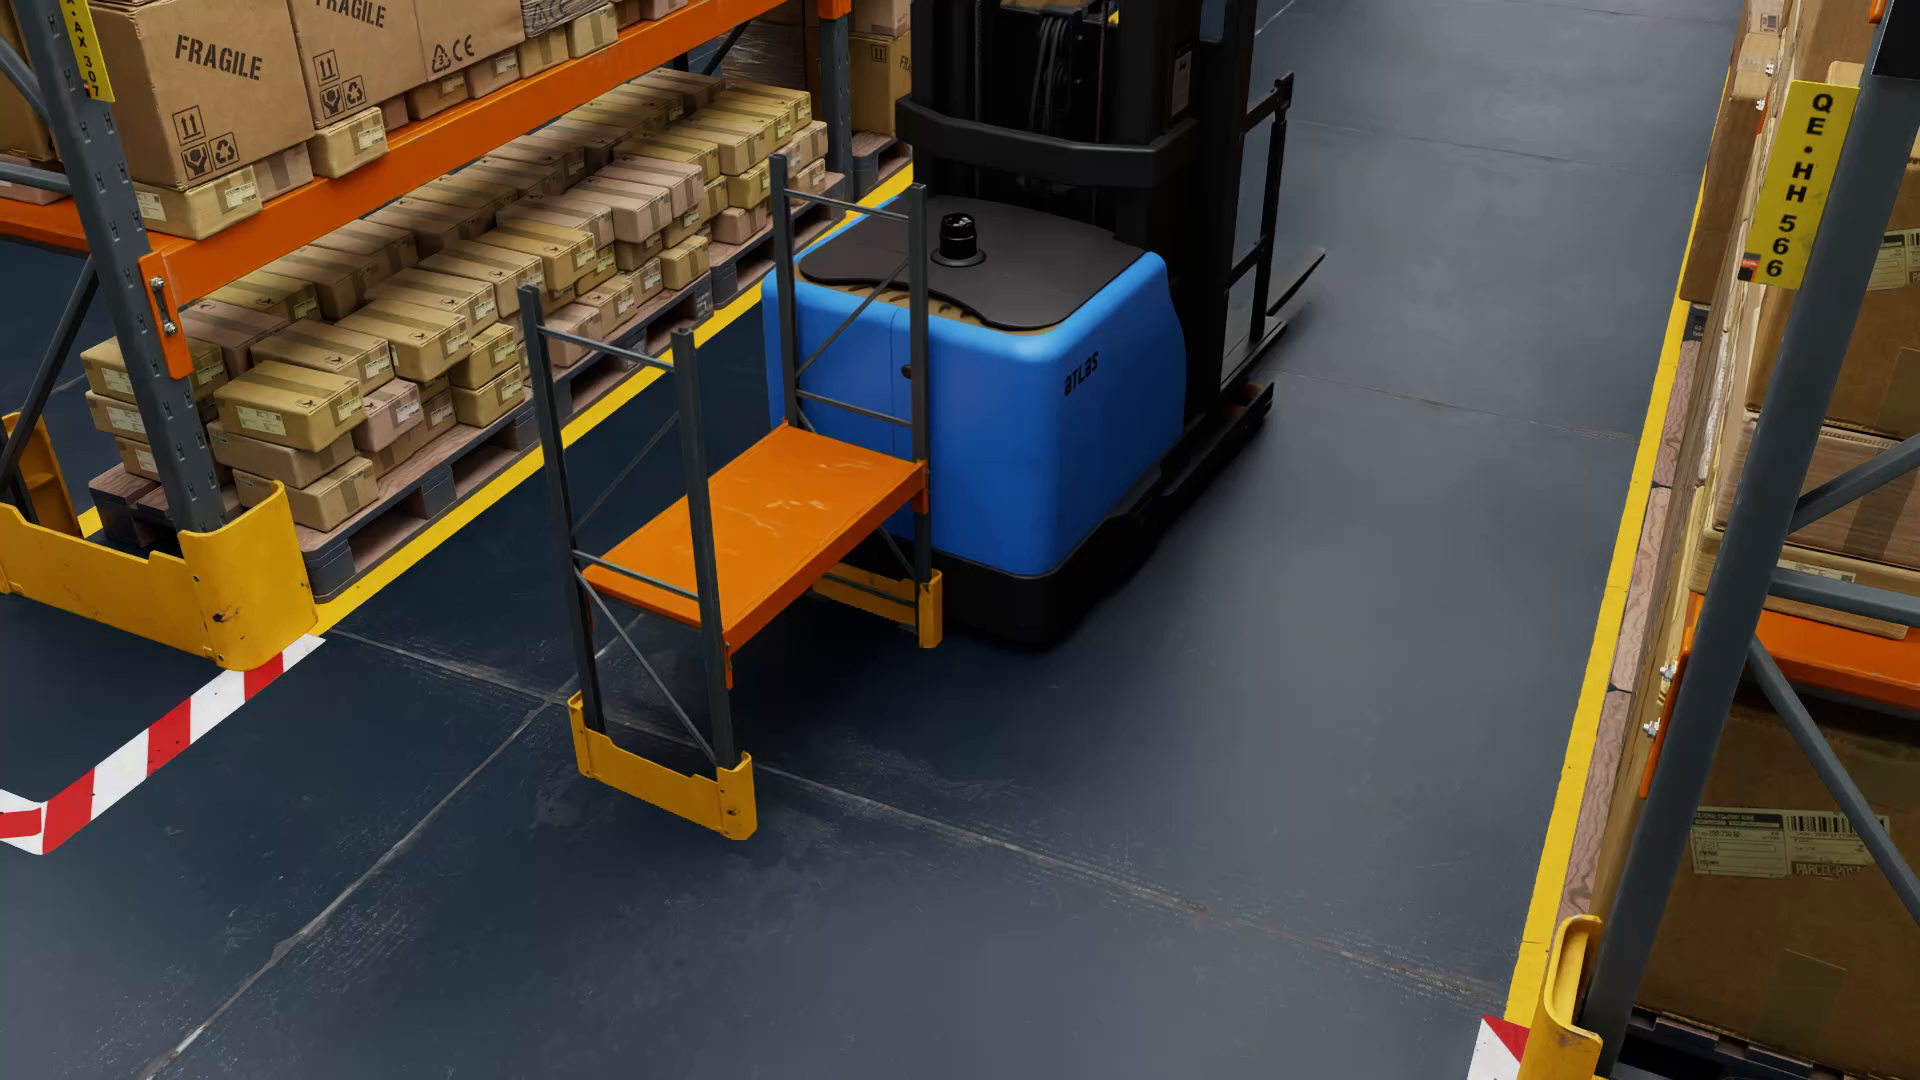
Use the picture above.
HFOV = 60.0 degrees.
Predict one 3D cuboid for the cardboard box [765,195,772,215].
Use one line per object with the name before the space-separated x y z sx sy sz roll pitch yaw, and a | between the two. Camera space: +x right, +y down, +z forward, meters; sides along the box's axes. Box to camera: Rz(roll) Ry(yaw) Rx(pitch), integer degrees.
cardboard box | -1.045 -1.610 7.686 0.380 0.149 0.250 15 36 22

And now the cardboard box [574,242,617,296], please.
cardboard box | -1.610 -1.127 6.679 0.380 0.149 0.250 16 36 23

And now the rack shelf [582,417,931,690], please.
rack shelf | -0.567 0.004 4.704 0.538 0.185 1.000 18 37 25

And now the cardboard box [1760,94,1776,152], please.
cardboard box | 2.703 -1.252 5.153 0.380 0.149 0.250 13 35 19

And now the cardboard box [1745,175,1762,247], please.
cardboard box | 2.380 -0.869 4.569 0.380 0.149 0.250 13 35 19

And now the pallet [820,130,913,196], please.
pallet | -0.681 -2.232 8.961 1.003 0.211 1.213 14 36 20

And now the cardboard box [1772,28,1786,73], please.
cardboard box | 3.031 -1.646 5.753 0.380 0.149 0.250 14 36 21

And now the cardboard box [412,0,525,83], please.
cardboard box | -1.823 -1.858 5.485 0.500 0.500 0.500 15 36 21

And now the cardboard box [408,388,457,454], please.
cardboard box | -2.036 -0.463 5.937 0.380 0.149 0.250 15 36 21

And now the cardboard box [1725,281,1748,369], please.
cardboard box | 2.059 -0.486 3.985 0.380 0.149 0.250 13 36 19

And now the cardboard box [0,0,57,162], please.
cardboard box | -2.725 -1.467 4.889 0.500 0.500 0.500 15 36 21

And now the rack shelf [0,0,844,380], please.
rack shelf | -1.842 -1.713 6.283 1.077 0.370 4.000 14 36 20

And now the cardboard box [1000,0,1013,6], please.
cardboard box | -0.029 -2.975 9.448 0.500 0.500 0.500 15 36 21

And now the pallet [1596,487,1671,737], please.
pallet | 2.559 0.315 5.077 1.003 0.211 1.213 14 36 20

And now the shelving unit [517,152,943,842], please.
shelving unit | -0.572 -0.142 4.599 0.587 1.500 1.083 18 37 25

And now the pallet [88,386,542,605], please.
pallet | -2.275 -0.286 5.993 1.003 0.211 1.213 14 36 20

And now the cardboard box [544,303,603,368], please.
cardboard box | -1.626 -0.818 6.479 0.380 0.149 0.250 12 35 18

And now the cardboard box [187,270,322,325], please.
cardboard box | -2.538 -0.842 5.973 0.380 0.149 0.250 13 36 19

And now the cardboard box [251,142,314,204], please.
cardboard box | -2.177 -1.135 4.974 0.380 0.149 0.250 15 36 22

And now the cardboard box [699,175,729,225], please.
cardboard box | -1.241 -1.510 7.263 0.380 0.149 0.250 15 36 21

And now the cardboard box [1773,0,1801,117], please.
cardboard box | 2.810 -1.463 5.111 0.500 0.250 0.500 14 36 20

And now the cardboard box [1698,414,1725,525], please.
cardboard box | 1.741 -0.107 3.407 0.380 0.149 0.250 15 36 21

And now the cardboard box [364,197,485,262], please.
cardboard box | -2.099 -1.209 6.532 0.380 0.149 0.250 13 35 19

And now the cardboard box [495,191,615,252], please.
cardboard box | -1.600 -1.240 6.580 0.380 0.149 0.250 14 36 21

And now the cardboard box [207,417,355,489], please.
cardboard box | -2.227 -0.327 5.460 0.380 0.149 0.250 16 36 22

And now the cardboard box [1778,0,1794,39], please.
cardboard box | 3.405 -2.159 6.216 0.500 0.500 0.500 14 36 21

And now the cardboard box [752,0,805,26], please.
cardboard box | -0.924 -2.883 8.623 0.500 0.250 0.500 13 36 19

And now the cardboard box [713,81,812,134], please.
cardboard box | -0.918 -2.005 7.747 0.380 0.149 0.250 15 36 22

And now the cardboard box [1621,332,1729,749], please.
cardboard box | 2.359 0.093 4.427 0.875 0.875 0.875 14 36 20

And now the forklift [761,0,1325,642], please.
forklift | 0.553 -1.690 5.655 1.130 2.935 3.031 18 37 25

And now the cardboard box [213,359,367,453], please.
cardboard box | -2.151 -0.433 5.349 0.380 0.149 0.250 13 35 18

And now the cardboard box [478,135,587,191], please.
cardboard box | -1.837 -1.614 7.150 0.380 0.149 0.250 15 36 21

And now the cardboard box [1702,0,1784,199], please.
cardboard box | 4.080 -1.877 7.432 1.225 0.875 0.875 13 35 19

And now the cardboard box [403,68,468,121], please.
cardboard box | -1.896 -1.547 5.602 0.380 0.149 0.250 14 36 20

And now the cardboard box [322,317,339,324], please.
cardboard box | -2.296 -0.823 6.216 0.380 0.149 0.250 14 36 20

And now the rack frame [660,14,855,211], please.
rack frame | -1.006 -3.010 7.605 1.000 3.000 0.127 14 36 20

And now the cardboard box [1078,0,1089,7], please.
cardboard box | 0.630 -3.745 10.622 0.500 0.500 0.500 14 36 20

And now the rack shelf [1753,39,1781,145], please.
rack shelf | 4.294 -2.517 7.509 1.077 0.370 4.000 14 36 20

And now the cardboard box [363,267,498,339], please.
cardboard box | -1.895 -0.836 5.964 0.380 0.149 0.250 12 35 18

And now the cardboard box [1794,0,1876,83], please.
cardboard box | 2.598 -1.513 4.504 0.500 0.500 0.500 13 35 19

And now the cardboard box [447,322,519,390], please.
cardboard box | -1.833 -0.696 6.022 0.380 0.149 0.250 15 36 22

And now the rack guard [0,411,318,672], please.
rack guard | -2.647 -0.010 5.310 1.175 0.500 0.348 14 36 20

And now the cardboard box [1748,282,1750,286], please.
cardboard box | 2.171 -0.699 3.947 0.500 0.250 0.500 13 35 19

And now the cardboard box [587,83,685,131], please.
cardboard box | -1.507 -1.994 7.730 0.380 0.149 0.250 16 36 23

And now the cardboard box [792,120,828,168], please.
cardboard box | -0.849 -1.888 7.839 0.380 0.149 0.250 15 36 21

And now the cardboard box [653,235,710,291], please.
cardboard box | -1.293 -1.204 7.068 0.380 0.149 0.250 14 36 20

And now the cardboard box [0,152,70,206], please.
cardboard box | -2.799 -1.140 4.982 0.380 0.149 0.250 14 36 21

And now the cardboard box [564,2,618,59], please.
cardboard box | -1.501 -1.914 6.162 0.380 0.149 0.250 15 36 21

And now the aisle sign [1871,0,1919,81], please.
aisle sign | 1.481 -0.950 2.092 0.394 0.787 0.004 14 36 20

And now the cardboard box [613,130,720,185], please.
cardboard box | -1.266 -1.632 7.177 0.380 0.149 0.250 15 36 22
